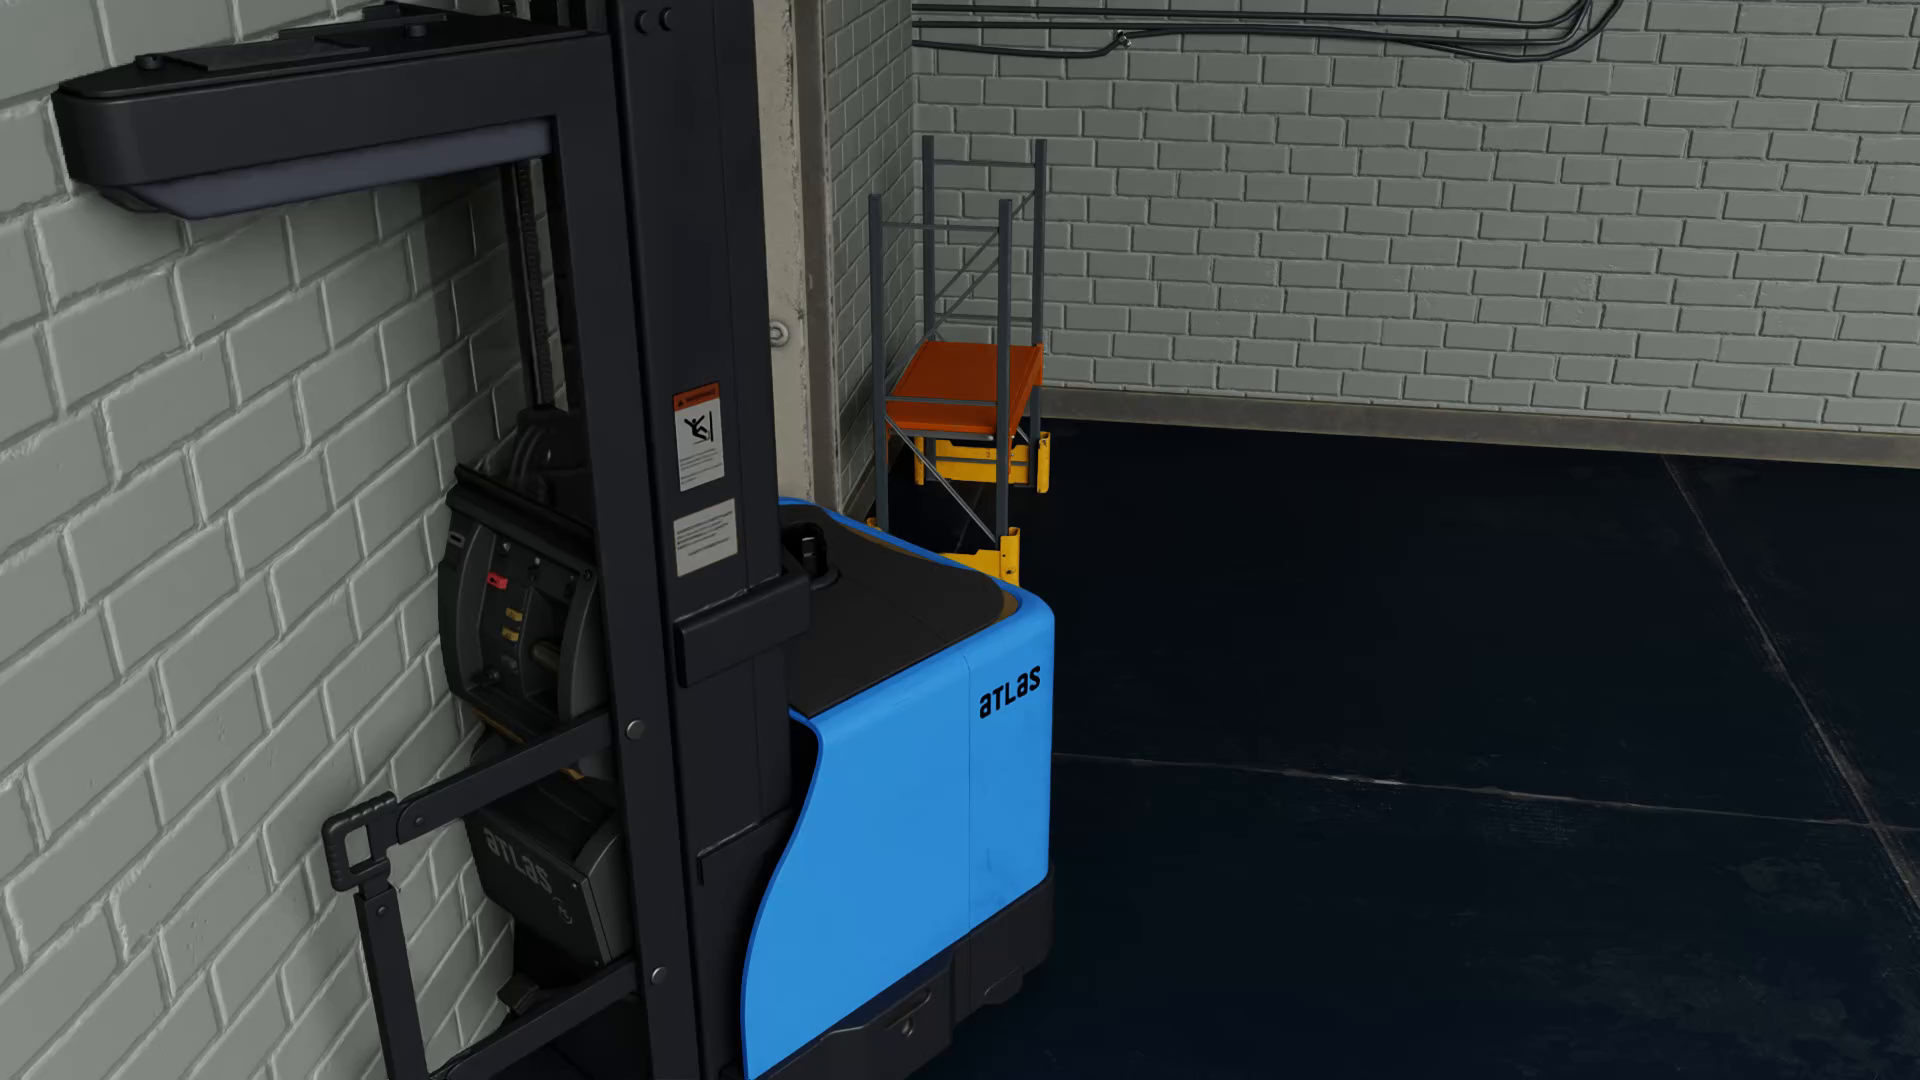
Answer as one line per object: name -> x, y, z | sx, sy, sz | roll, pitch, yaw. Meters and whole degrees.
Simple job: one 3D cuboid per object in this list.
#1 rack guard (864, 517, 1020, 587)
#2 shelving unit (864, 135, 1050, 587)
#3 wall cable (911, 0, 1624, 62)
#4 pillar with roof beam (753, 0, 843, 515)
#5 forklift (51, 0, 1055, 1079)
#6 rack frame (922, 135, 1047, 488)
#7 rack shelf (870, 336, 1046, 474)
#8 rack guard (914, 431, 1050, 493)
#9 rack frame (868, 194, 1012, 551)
rack guard -> -0.069, 0.063, 6.320 | 0.587, 0.250, 0.087 | 4, 25, 9
shelving unit -> 0.012, -0.711, 6.500 | 0.587, 1.500, 1.083 | 4, 25, 9
wall cable -> 1.230, -3.190, 6.613 | 3.097, 2.526, 0.112 | 4, 25, 9
pillar with roof beam -> 3.691, -3.158, 2.881 | 9.100, 9.000, 0.400 | 4, 25, 9
forklift -> -1.133, 0.104, 3.070 | 1.130, 2.935, 3.031 | 22, 33, 38
rack frame -> 0.097, -0.928, 6.962 | 0.500, 1.500, 0.032 | 4, 25, 9
rack shelf -> 0.014, -0.552, 6.585 | 0.538, 0.185, 1.000 | 4, 25, 9
rack guard -> 0.094, -0.353, 7.210 | 0.587, 0.250, 0.087 | 4, 25, 9
rack frame -> -0.069, -0.502, 6.054 | 0.500, 1.500, 0.032 | 4, 25, 9
